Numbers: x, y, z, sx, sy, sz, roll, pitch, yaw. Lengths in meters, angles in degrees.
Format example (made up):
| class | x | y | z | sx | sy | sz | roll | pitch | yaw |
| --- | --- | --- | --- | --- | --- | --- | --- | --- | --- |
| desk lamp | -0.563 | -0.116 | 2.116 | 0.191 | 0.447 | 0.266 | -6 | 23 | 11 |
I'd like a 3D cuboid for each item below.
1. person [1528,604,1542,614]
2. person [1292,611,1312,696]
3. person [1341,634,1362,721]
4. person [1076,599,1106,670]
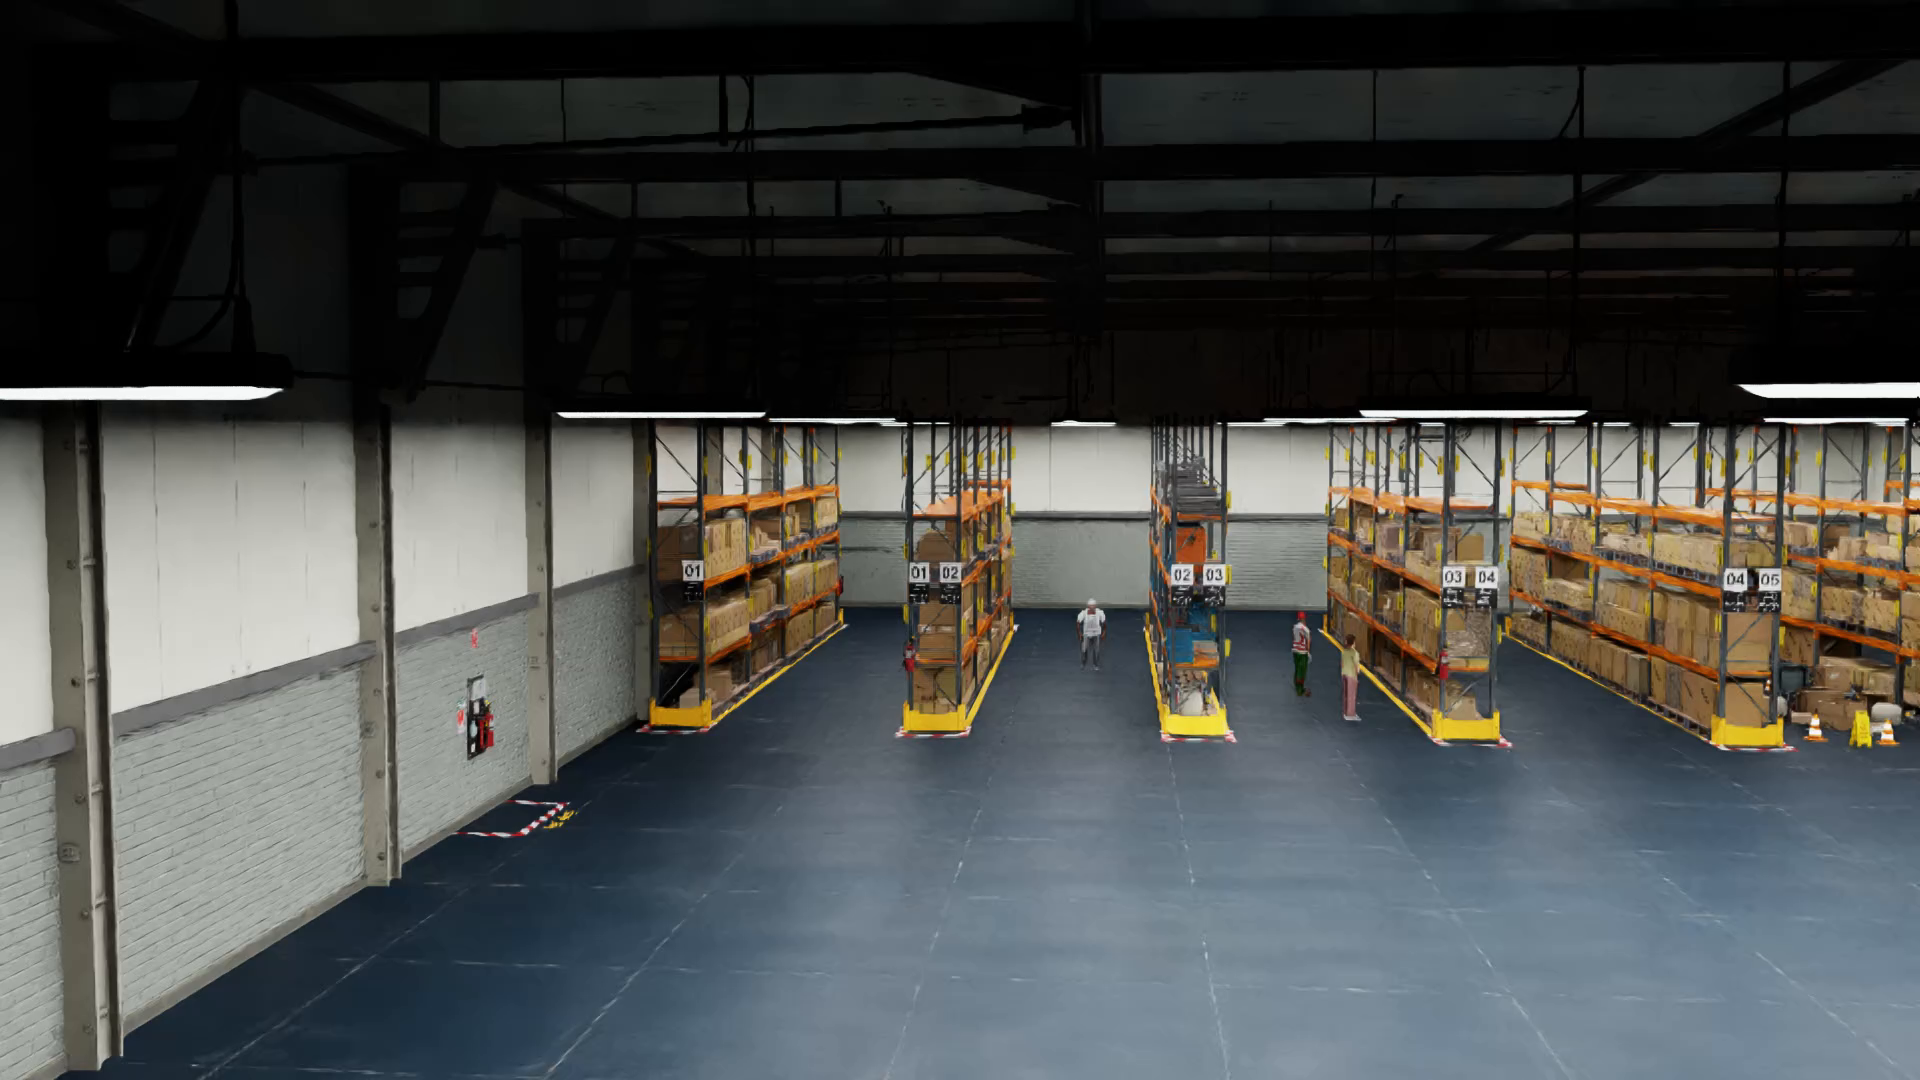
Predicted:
| class | x | y | z | sx | sy | sz | roll | pitch | yaw |
| --- | --- | --- | --- | --- | --- | --- | --- | --- | --- |
| person | 17.299 | 1.489 | 49.669 | 0.722 | 1.777 | 0.529 | -3 | 5 | -34 |
| person | 7.361 | 2.412 | 35.660 | 0.451 | 1.789 | 0.605 | -2 | 4 | -23 |
| person | 7.676 | 2.682 | 32.544 | 0.432 | 1.677 | 0.499 | -2 | 4 | -26 |
| person | 3.098 | 2.232 | 39.277 | 0.719 | 1.714 | 0.578 | 0 | 4 | 3 |
